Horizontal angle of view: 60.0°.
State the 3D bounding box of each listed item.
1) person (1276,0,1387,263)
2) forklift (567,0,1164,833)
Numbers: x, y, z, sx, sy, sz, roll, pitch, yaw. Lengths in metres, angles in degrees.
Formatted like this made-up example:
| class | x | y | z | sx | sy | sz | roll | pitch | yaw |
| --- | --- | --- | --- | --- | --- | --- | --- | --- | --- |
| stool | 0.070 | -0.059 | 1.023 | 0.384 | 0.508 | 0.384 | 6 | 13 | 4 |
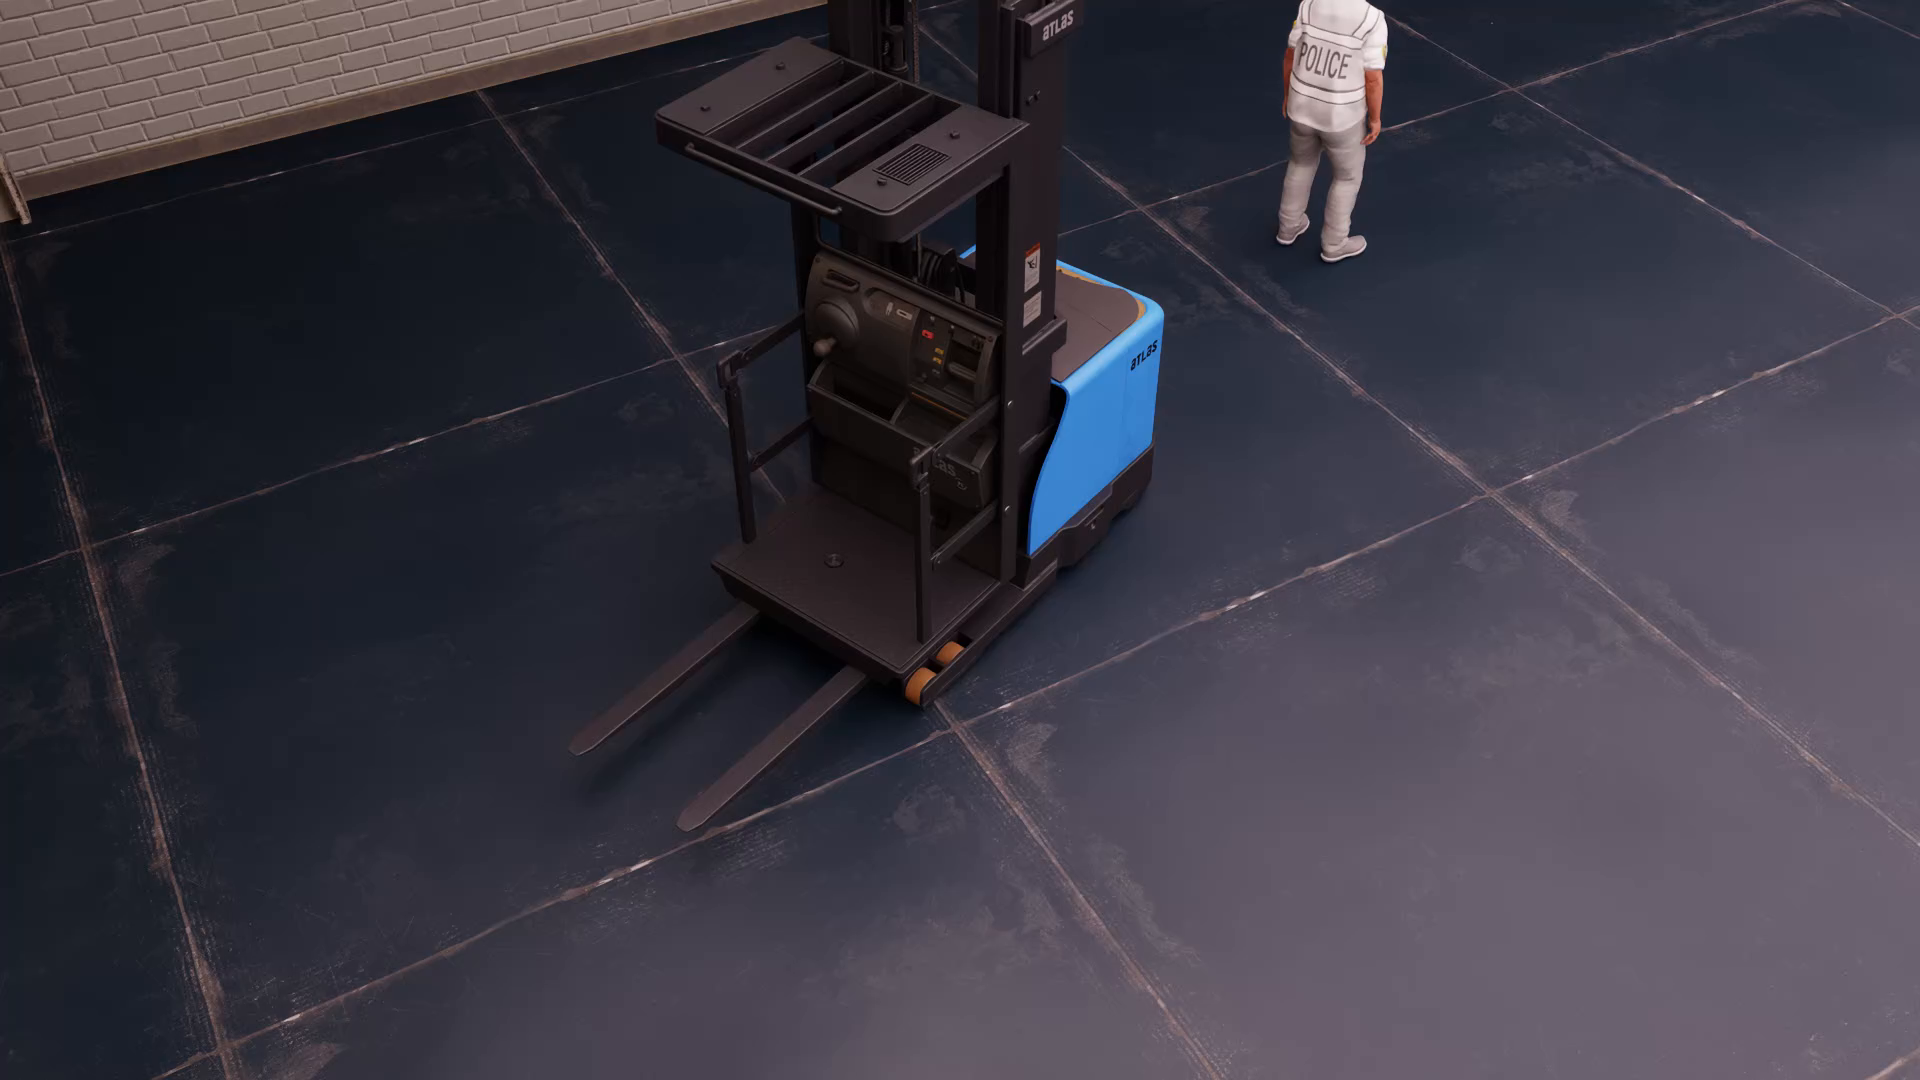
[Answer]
| class | x | y | z | sx | sy | sz | roll | pitch | yaw |
| --- | --- | --- | --- | --- | --- | --- | --- | --- | --- |
| person | 2.028 | -2.364 | 9.117 | 0.594 | 1.746 | 0.442 | 27 | 49 | 26 |
| forklift | -0.375 | -0.749 | 6.505 | 1.130 | 2.935 | 3.031 | 28 | 50 | 27 |
